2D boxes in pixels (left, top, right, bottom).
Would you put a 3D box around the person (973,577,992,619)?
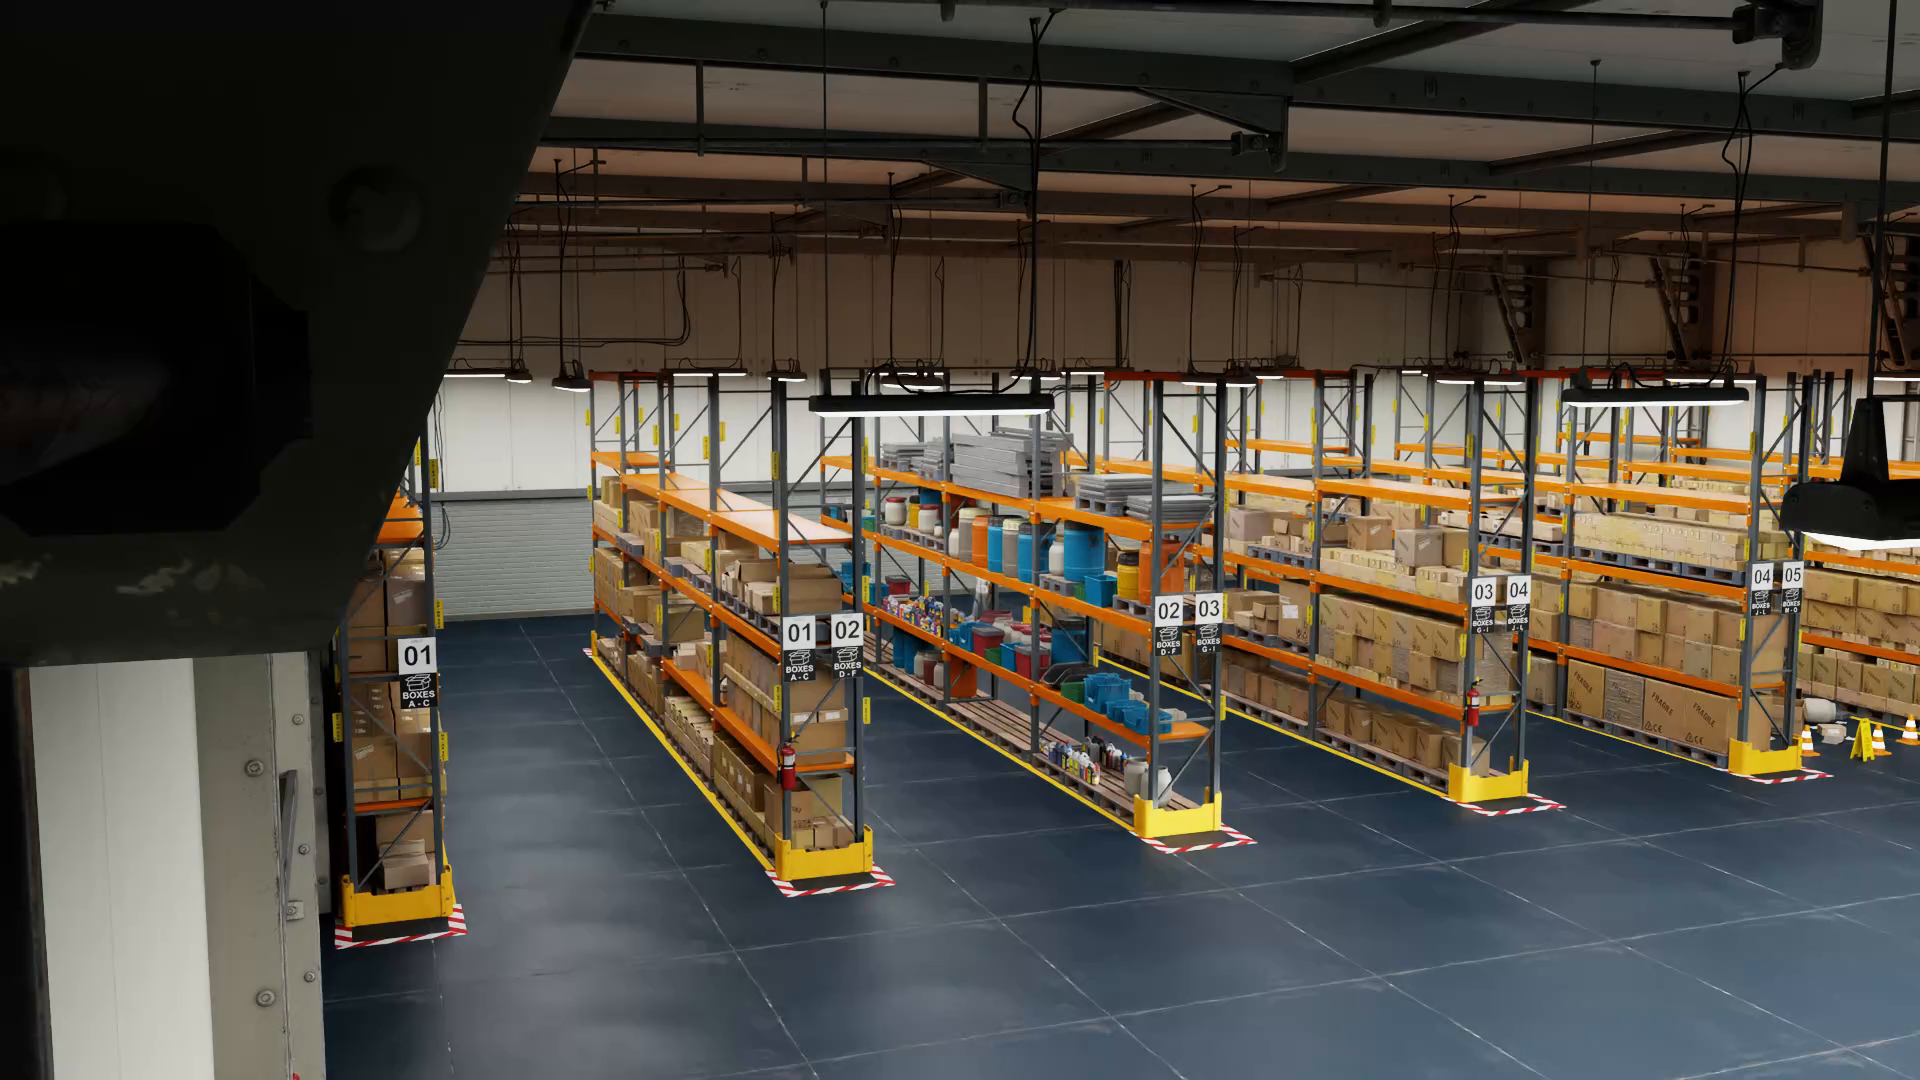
[{"bbox_3d":[0.575,1.216,38.447,0.487,1.650,0.761,6,8,41],"label":"person"}]
